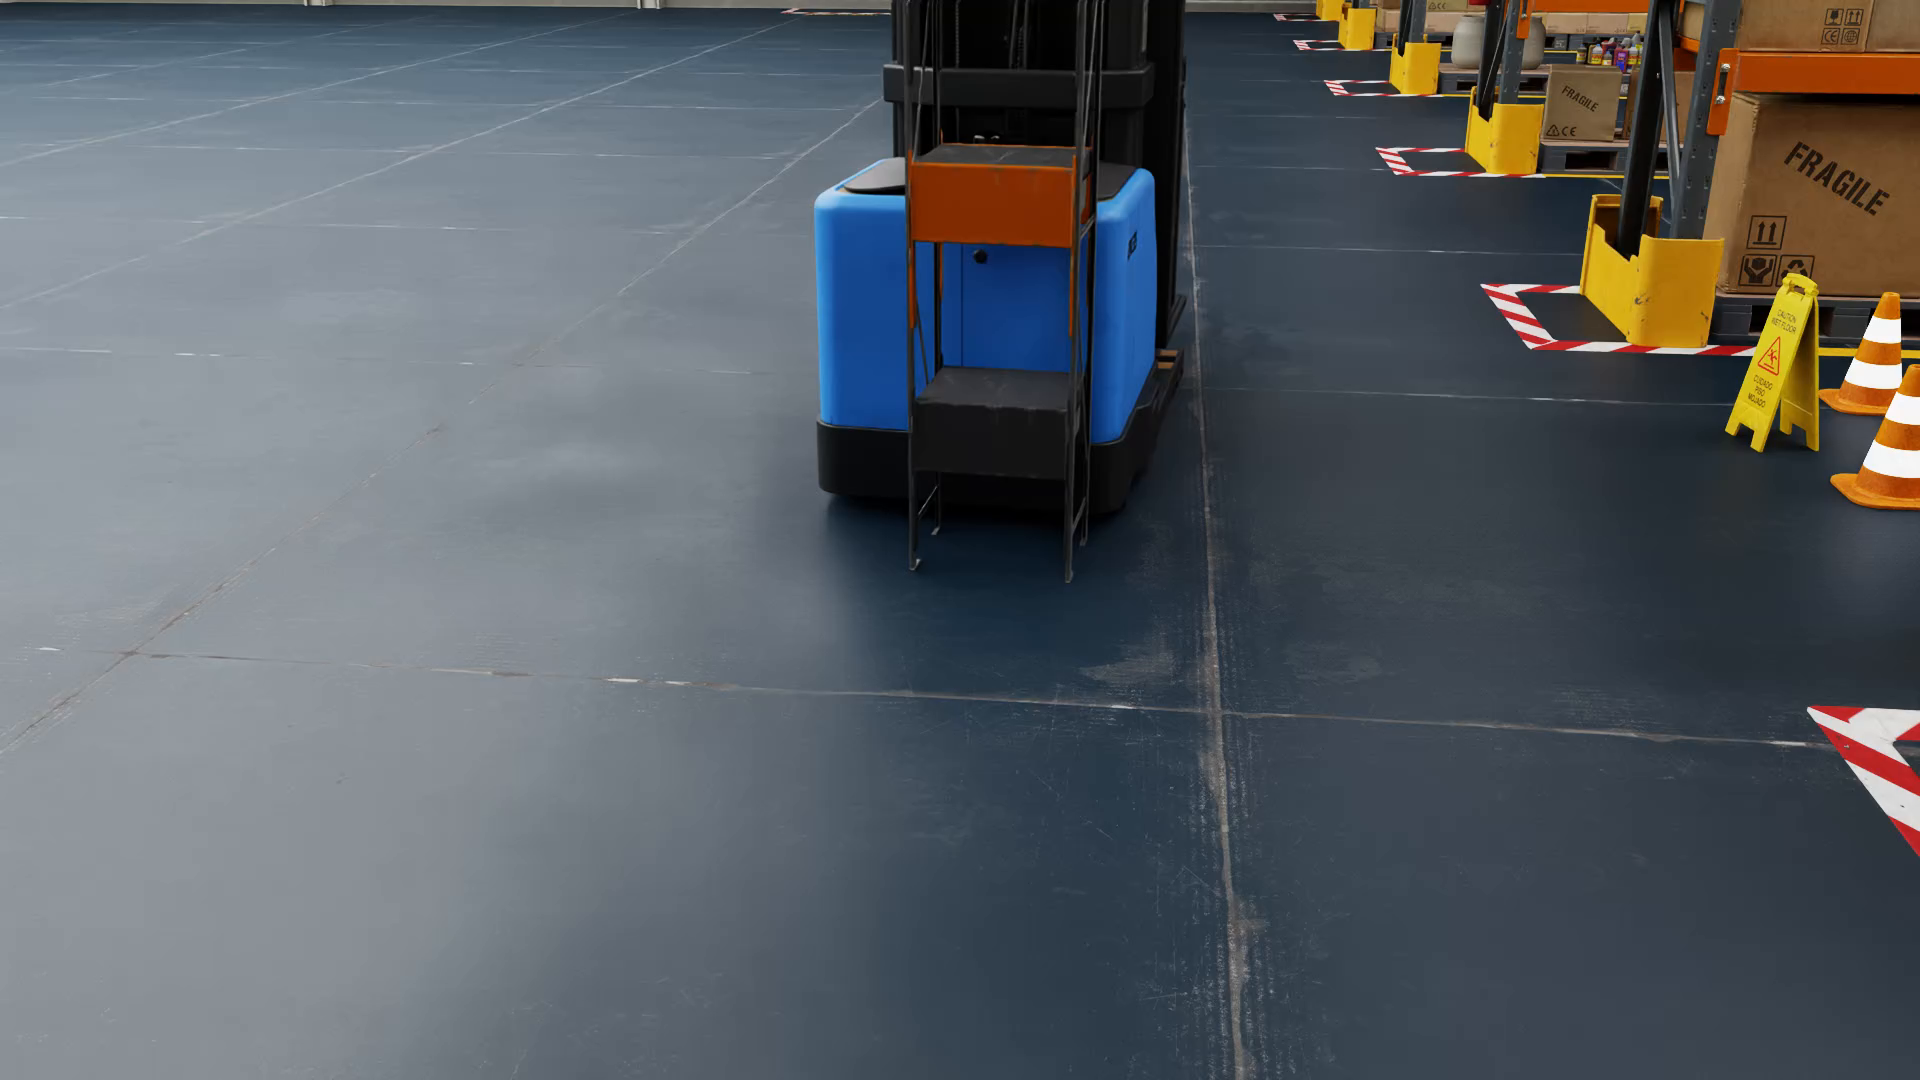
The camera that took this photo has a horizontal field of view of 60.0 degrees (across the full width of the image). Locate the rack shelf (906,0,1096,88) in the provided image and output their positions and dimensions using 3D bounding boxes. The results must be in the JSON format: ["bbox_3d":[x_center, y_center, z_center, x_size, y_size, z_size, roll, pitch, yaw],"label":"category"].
[{"bbox_3d":[0.130,-1.567,4.680,0.480,0.518,0.431,4,22,11],"label":"rack shelf"}]

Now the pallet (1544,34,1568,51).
[{"bbox_3d":[7.210,-6.552,21.724,1.213,0.211,1.003,2,22,6],"label":"pallet"}]

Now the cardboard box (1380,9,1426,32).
[{"bbox_3d":[5.744,-6.732,21.557,0.500,0.250,0.500,2,22,6],"label":"cardboard box"}]

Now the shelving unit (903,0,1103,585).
[{"bbox_3d":[0.130,-0.928,4.932,0.503,2.100,0.431,4,22,11],"label":"shelving unit"}]

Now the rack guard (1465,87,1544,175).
[{"bbox_3d":[4.143,-3.137,12.696,0.348,0.500,1.175,2,22,6],"label":"rack guard"}]

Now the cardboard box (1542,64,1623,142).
[{"bbox_3d":[4.686,-3.303,12.543,0.500,0.500,0.500,7,23,16],"label":"cardboard box"}]

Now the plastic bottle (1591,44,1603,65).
[{"bbox_3d":[6.415,-4.855,16.753,0.097,0.271,0.097,0,22,0],"label":"plastic bottle"}]

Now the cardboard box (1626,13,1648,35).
[{"bbox_3d":[8.723,-6.604,21.232,0.500,0.250,0.500,2,22,6],"label":"cardboard box"}]

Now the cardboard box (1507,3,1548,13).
[{"bbox_3d":[7.233,-7.015,21.252,0.500,0.500,0.500,2,22,6],"label":"cardboard box"}]

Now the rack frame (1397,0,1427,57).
[{"bbox_3d":[4.651,-6.111,16.818,0.127,3.000,1.000,2,22,6],"label":"rack frame"}]

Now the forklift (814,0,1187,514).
[{"bbox_3d":[0.339,-1.959,6.408,1.130,2.935,3.031,5,22,12],"label":"forklift"}]

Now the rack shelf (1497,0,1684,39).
[{"bbox_3d":[6.054,-3.882,12.158,4.000,0.370,1.077,2,22,6],"label":"rack shelf"}]

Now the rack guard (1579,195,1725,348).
[{"bbox_3d":[3.360,-1.335,8.137,0.348,0.500,1.175,2,22,6],"label":"rack guard"}]

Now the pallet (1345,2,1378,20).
[{"bbox_3d":[6.695,-8.380,26.350,1.213,0.211,1.003,2,22,6],"label":"pallet"}]

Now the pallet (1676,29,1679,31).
[{"bbox_3d":[9.946,-6.432,21.423,1.213,0.211,1.003,2,22,6],"label":"pallet"}]

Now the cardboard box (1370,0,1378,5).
[{"bbox_3d":[6.493,-8.620,26.222,0.500,0.311,0.500,0,22,0],"label":"cardboard box"}]

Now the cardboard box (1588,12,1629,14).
[{"bbox_3d":[8.228,-6.978,21.159,0.500,0.500,0.500,2,22,6],"label":"cardboard box"}]

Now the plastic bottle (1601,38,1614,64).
[{"bbox_3d":[6.773,-5.109,17.389,0.135,0.276,0.152,3,22,7],"label":"plastic bottle"}]

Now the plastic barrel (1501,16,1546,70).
[{"bbox_3d":[5.811,-5.128,17.142,0.421,0.512,0.421,0,22,0],"label":"plastic barrel"}]

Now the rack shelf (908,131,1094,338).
[{"bbox_3d":[0.130,-0.916,4.937,0.480,0.518,0.431,4,22,11],"label":"rack shelf"}]

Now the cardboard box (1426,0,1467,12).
[{"bbox_3d":[6.240,-7.060,21.366,0.500,0.500,0.500,2,22,6],"label":"cardboard box"}]

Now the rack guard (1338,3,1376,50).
[{"bbox_3d":[5.214,-6.758,21.855,0.348,0.500,1.175,2,22,6],"label":"rack guard"}]

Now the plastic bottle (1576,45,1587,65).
[{"bbox_3d":[6.526,-5.095,17.456,0.097,0.201,0.097,0,22,0],"label":"plastic bottle"}]

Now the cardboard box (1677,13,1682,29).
[{"bbox_3d":[9.655,-6.751,21.605,0.500,0.250,0.500,2,22,6],"label":"cardboard box"}]

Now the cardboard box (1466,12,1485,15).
[{"bbox_3d":[6.737,-6.690,21.450,0.500,0.250,0.500,2,22,6],"label":"cardboard box"}]

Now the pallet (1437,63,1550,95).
[{"bbox_3d":[5.538,-4.791,17.272,1.213,0.211,1.003,2,22,6],"label":"pallet"}]

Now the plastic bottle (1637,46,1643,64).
[{"bbox_3d":[6.854,-4.836,16.704,0.097,0.271,0.097,0,22,0],"label":"plastic bottle"}]

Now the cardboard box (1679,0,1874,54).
[{"bbox_3d":[3.758,-2.567,7.649,0.550,0.550,0.875,2,22,6],"label":"cardboard box"}]

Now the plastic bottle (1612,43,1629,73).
[{"bbox_3d":[6.637,-4.844,16.709,0.133,0.283,0.061,3,22,7],"label":"plastic bottle"}]

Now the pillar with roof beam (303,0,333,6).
[{"bbox_3d":[-11.768,-12.011,23.581,0.400,9.000,9.100,2,22,6],"label":"pillar with roof beam"}]

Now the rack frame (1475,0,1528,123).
[{"bbox_3d":[4.068,-4.303,12.244,0.127,3.000,1.000,2,22,6],"label":"rack frame"}]

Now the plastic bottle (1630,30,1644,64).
[{"bbox_3d":[7.076,-5.132,17.346,0.185,0.351,0.144,3,22,9],"label":"plastic bottle"}]

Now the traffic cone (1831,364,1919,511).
[{"bbox_3d":[3.273,-0.378,5.765,0.334,0.463,0.336,2,22,6],"label":"traffic cone"}]

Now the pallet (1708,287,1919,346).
[{"bbox_3d":[4.187,-1.194,8.172,1.213,0.211,1.003,2,22,6],"label":"pallet"}]

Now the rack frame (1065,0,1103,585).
[{"bbox_3d":[0.369,-0.910,4.885,0.015,2.100,0.400,4,22,11],"label":"rack frame"}]

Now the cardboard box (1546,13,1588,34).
[{"bbox_3d":[7.730,-6.645,21.337,0.500,0.250,0.500,2,22,6],"label":"cardboard box"}]
